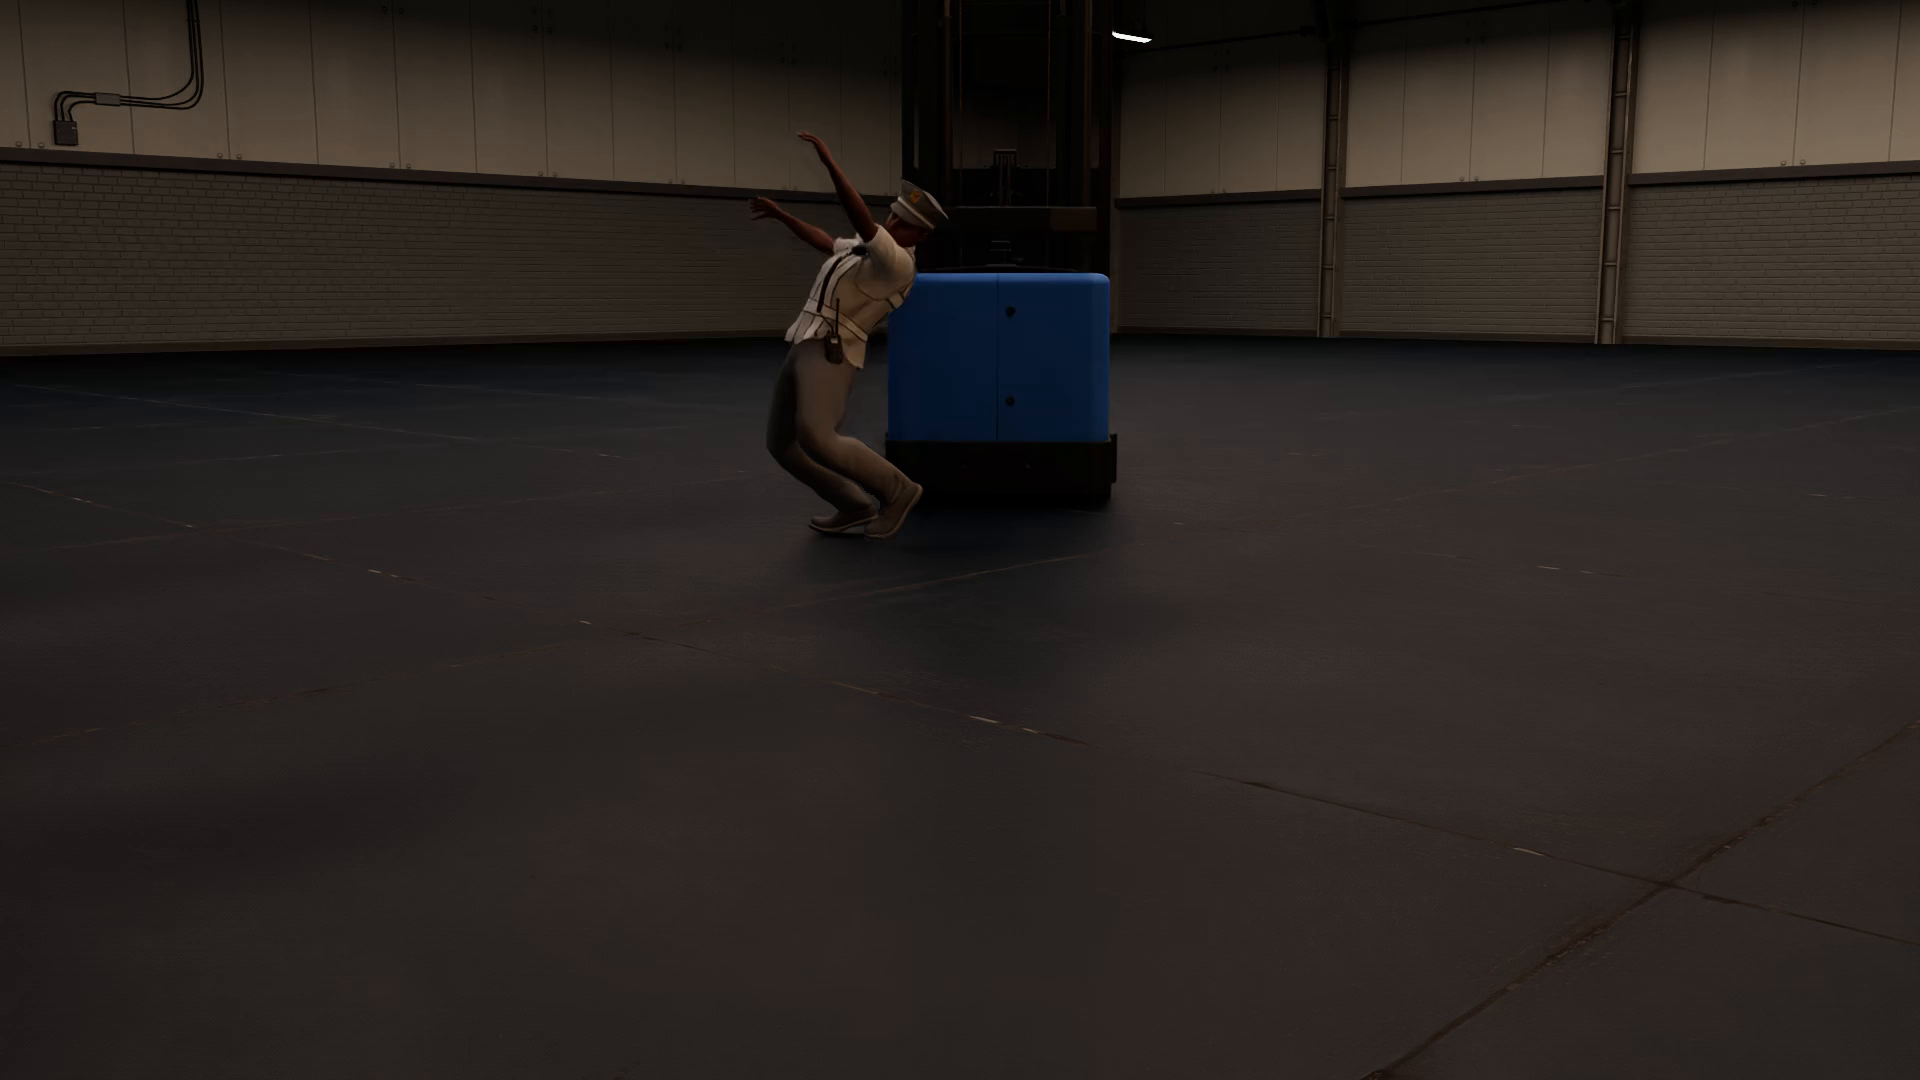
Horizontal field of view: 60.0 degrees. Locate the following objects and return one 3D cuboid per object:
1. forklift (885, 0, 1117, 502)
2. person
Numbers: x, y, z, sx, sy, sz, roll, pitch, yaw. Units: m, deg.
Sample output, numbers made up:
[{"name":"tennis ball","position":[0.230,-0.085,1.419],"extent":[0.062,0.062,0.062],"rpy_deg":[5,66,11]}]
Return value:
[{"name":"forklift","position":[0.256,-1.814,8.922],"extent":[1.130,2.935,3.031],"rpy_deg":[0,9,3]},{"name":"person","position":[-0.445,-0.807,6.723],"extent":[0.684,1.575,0.952],"rpy_deg":[-4,9,-22]}]
